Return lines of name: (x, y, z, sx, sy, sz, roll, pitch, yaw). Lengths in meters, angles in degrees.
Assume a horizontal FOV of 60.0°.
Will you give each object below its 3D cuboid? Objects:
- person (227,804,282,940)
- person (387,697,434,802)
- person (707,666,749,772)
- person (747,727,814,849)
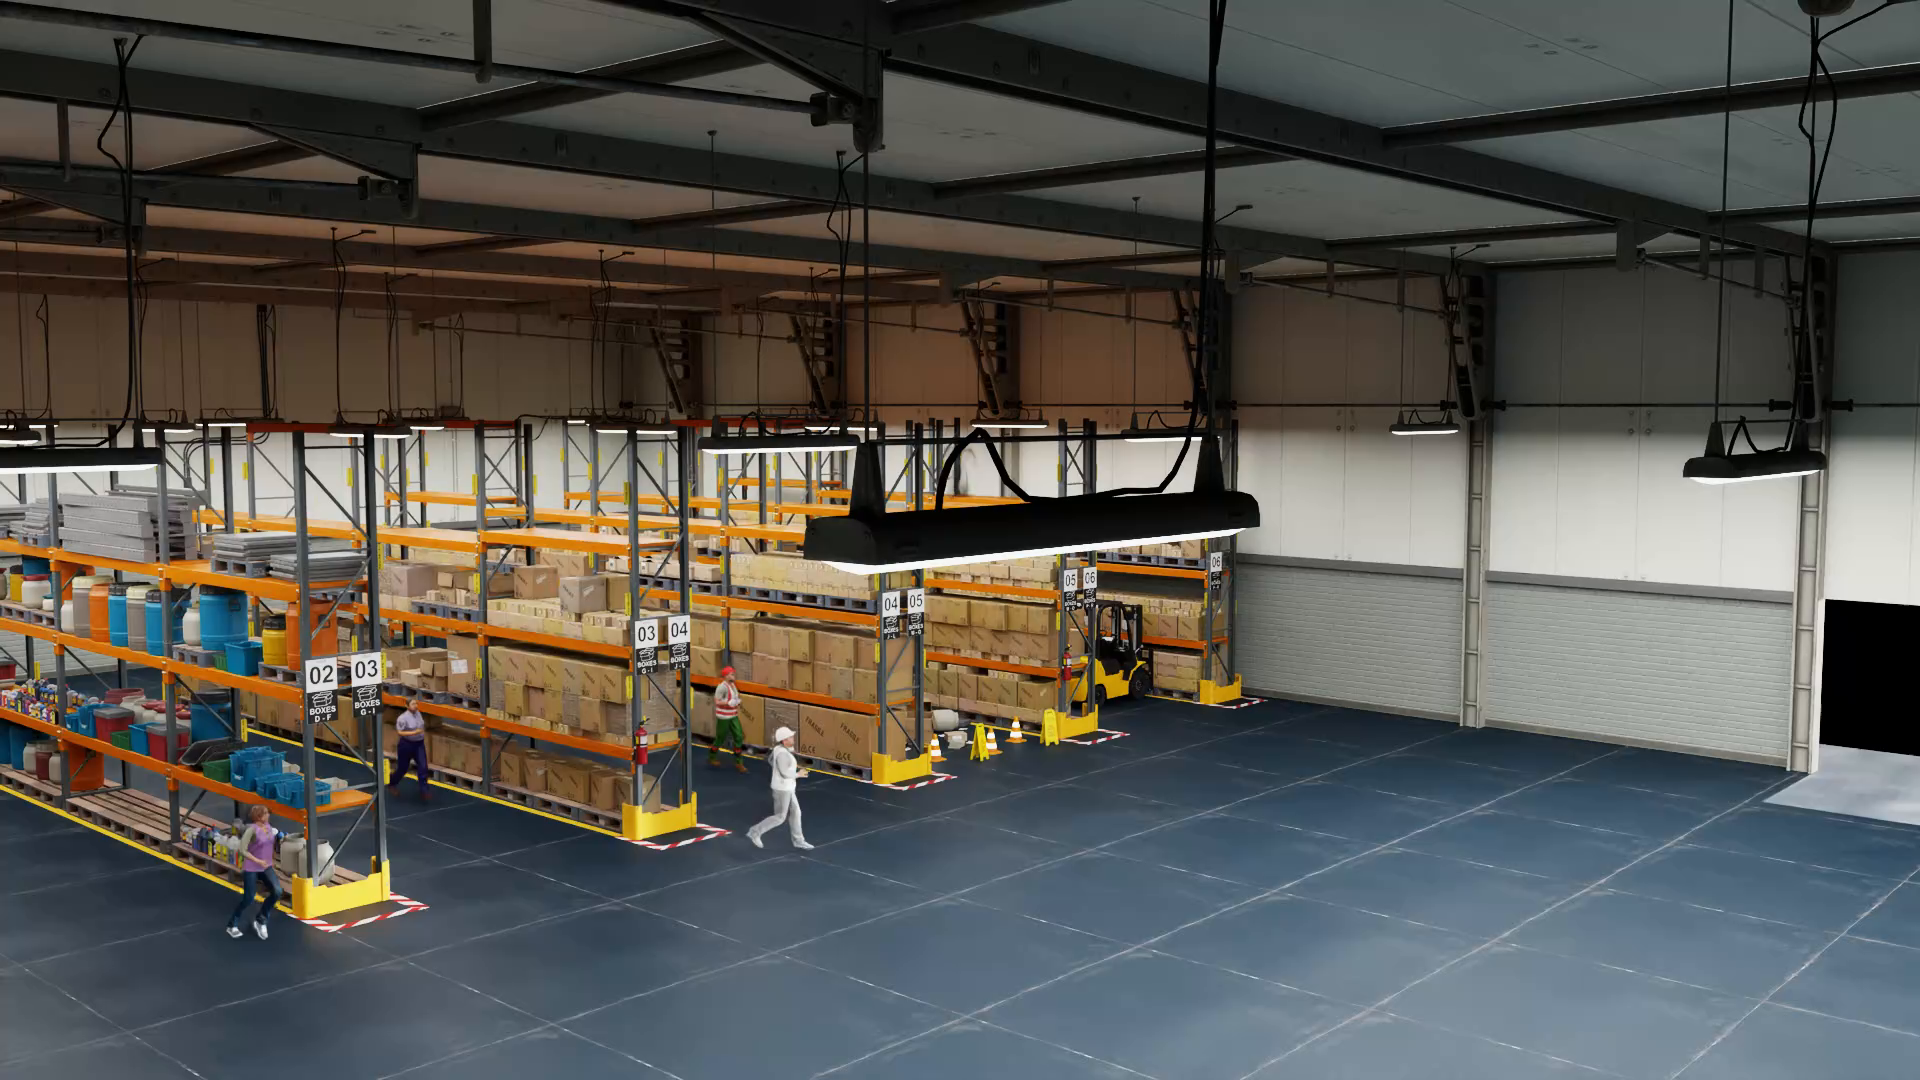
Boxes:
person: (-8.356, 3.936, 19.808, 0.611, 1.575, 0.602, 2, 5, 21)
person: (-8.776, 3.325, 26.534, 0.933, 1.639, 0.598, 3, 6, 33)
person: (-4.058, 3.095, 28.715, 0.832, 1.841, 0.620, 3, 5, 30)
person: (-2.546, 3.526, 23.532, 0.954, 1.781, 0.669, -1, 5, -8)
